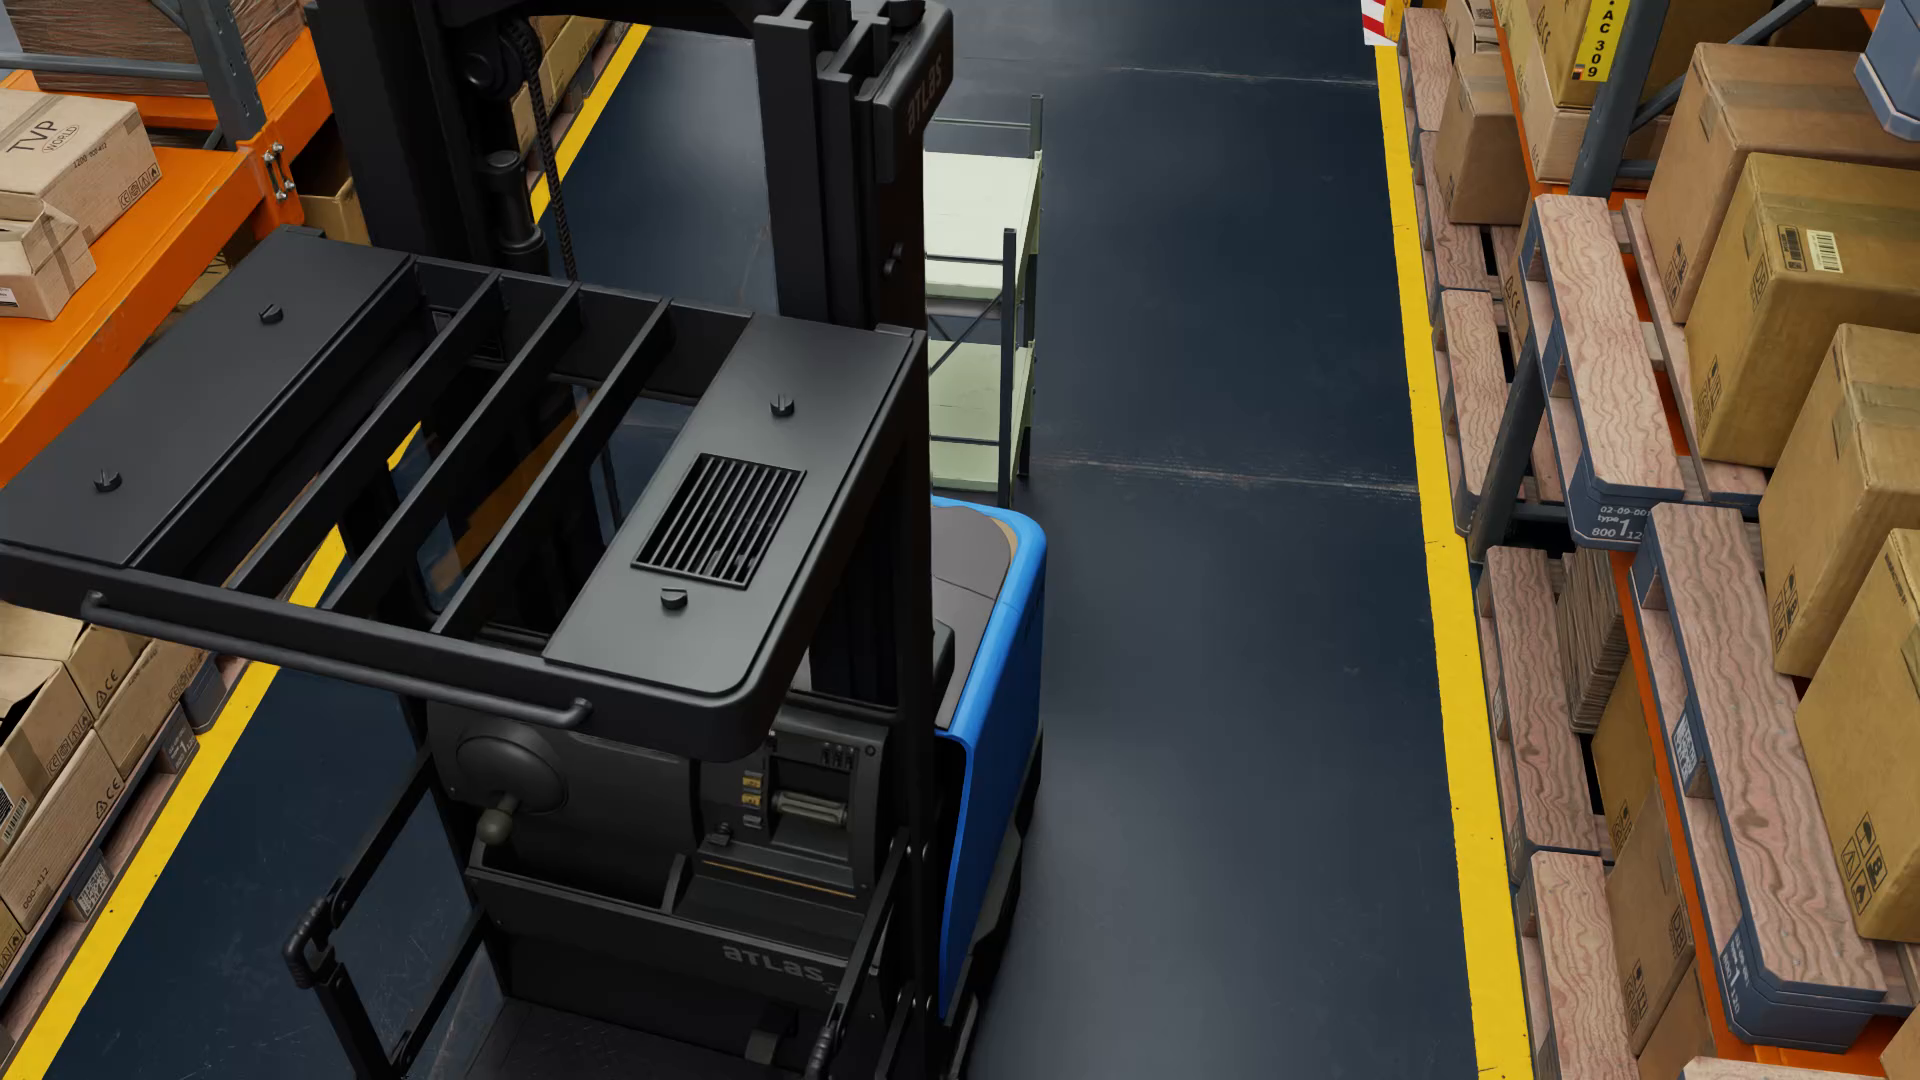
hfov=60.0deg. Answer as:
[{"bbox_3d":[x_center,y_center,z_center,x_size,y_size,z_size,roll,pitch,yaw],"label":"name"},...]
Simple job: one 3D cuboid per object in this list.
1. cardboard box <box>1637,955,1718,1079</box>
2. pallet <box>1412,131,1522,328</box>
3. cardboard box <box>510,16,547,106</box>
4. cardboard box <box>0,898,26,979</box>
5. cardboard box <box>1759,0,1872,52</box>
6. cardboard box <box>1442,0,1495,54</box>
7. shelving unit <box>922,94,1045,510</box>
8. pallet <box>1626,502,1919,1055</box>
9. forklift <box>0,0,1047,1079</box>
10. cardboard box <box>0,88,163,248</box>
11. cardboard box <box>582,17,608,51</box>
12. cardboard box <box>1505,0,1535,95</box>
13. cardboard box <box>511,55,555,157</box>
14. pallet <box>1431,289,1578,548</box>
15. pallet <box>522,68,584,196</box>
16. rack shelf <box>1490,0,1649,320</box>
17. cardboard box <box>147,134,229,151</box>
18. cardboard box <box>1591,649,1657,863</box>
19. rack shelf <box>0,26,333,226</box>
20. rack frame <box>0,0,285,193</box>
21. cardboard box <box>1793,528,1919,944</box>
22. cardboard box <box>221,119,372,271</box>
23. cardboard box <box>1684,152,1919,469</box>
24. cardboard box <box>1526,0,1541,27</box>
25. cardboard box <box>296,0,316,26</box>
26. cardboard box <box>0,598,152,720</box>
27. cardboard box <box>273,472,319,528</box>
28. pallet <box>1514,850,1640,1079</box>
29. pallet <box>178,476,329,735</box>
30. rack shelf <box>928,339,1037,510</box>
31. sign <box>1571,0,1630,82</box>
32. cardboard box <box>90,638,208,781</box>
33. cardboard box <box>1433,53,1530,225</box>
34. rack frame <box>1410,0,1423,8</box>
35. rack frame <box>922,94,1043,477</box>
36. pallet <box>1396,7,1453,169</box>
[{"bbox_3d":[1.974,1.297,3.696,0.700,0.500,0.500,5,44,5],"label":"cardboard box"},{"bbox_3d":[2.451,-1.282,6.950,1.003,0.211,1.213,5,44,6],"label":"pallet"},{"bbox_3d":[-2.105,-2.184,7.024,0.500,0.500,0.500,5,44,6],"label":"cardboard box"},{"bbox_3d":[-2.713,1.097,4.104,0.500,0.250,0.500,4,44,4],"label":"cardboard box"},{"bbox_3d":[2.507,-1.526,4.729,0.500,0.500,0.500,4,44,5],"label":"cardboard box"},{"bbox_3d":[2.586,-2.446,7.787,0.500,0.311,0.500,1,43,1],"label":"cardboard box"},{"bbox_3d":[0.001,-0.549,5.239,0.431,1.500,0.755,5,44,6],"label":"shelving unit"},{"bbox_3d":[1.930,0.443,3.240,1.003,0.211,1.213,5,44,6],"label":"pallet"},{"bbox_3d":[-0.651,0.539,3.049,1.130,2.935,3.031,11,45,11],"label":"forklift"},{"bbox_3d":[-2.694,-1.053,4.790,0.500,0.250,0.500,8,44,8],"label":"cardboard box"},{"bbox_3d":[-1.976,-2.593,8.002,0.500,0.250,0.500,5,44,6],"label":"cardboard box"},{"bbox_3d":[2.074,-1.642,5.397,0.500,0.250,0.500,5,44,6],"label":"cardboard box"},{"bbox_3d":[-2.108,-1.912,7.282,0.500,0.250,0.500,5,44,6],"label":"cardboard box"},{"bbox_3d":[2.292,-0.448,6.070,1.003,0.211,1.213,5,44,6],"label":"pallet"},{"bbox_3d":[-2.367,-1.807,7.505,1.003,0.211,1.213,5,44,6],"label":"pallet"},{"bbox_3d":[2.502,-2.101,6.311,1.077,0.370,4.000,5,44,6],"label":"rack shelf"},{"bbox_3d":[-2.750,-1.549,6.354,0.500,0.500,0.500,5,44,6],"label":"cardboard box"},{"bbox_3d":[2.139,0.608,4.424,0.700,0.500,0.500,4,44,5],"label":"cardboard box"},{"bbox_3d":[-2.408,-2.549,6.784,1.077,0.370,4.000,5,44,6],"label":"rack shelf"},{"bbox_3d":[-2.673,-1.447,5.097,1.000,3.000,0.127,5,44,6],"label":"rack frame"},{"bbox_3d":[1.904,0.358,2.798,0.700,0.500,0.500,5,44,6],"label":"cardboard box"},{"bbox_3d":[-2.301,-1.161,5.944,0.500,0.500,0.500,5,44,6],"label":"cardboard box"},{"bbox_3d":[2.056,-0.472,3.674,0.700,0.500,0.500,9,44,10],"label":"cardboard box"},{"bbox_3d":[2.054,-1.916,5.141,0.500,0.500,0.500,5,44,5],"label":"cardboard box"},{"bbox_3d":[-2.557,-2.147,5.763,0.700,0.500,0.500,5,44,5],"label":"cardboard box"},{"bbox_3d":[-2.573,0.192,4.652,0.500,0.311,0.500,5,44,5],"label":"cardboard box"},{"bbox_3d":[-2.440,-0.292,5.572,0.500,0.250,0.500,5,44,5],"label":"cardboard box"},{"bbox_3d":[1.978,1.377,4.142,1.003,0.211,1.213,5,44,6],"label":"pallet"},{"bbox_3d":[-2.731,0.071,5.522,1.003,0.211,1.213,5,44,6],"label":"pallet"},{"bbox_3d":[0.001,-0.312,5.463,0.431,0.370,0.720,5,44,6],"label":"rack shelf"},{"bbox_3d":[1.699,-1.358,4.373,0.100,0.325,0.005,5,44,6],"label":"sign"},{"bbox_3d":[-2.576,0.401,4.839,0.500,0.250,0.500,6,44,6],"label":"cardboard box"},{"bbox_3d":[2.364,-1.630,6.788,0.700,0.500,0.500,3,44,3],"label":"cardboard box"},{"bbox_3d":[2.767,-3.726,7.503,1.000,3.000,0.127,5,44,6],"label":"rack frame"},{"bbox_3d":[0.049,-0.799,5.503,0.400,1.500,0.023,5,44,6],"label":"rack frame"},{"bbox_3d":[2.614,-2.111,7.826,1.003,0.211,1.213,5,44,6],"label":"pallet"}]
